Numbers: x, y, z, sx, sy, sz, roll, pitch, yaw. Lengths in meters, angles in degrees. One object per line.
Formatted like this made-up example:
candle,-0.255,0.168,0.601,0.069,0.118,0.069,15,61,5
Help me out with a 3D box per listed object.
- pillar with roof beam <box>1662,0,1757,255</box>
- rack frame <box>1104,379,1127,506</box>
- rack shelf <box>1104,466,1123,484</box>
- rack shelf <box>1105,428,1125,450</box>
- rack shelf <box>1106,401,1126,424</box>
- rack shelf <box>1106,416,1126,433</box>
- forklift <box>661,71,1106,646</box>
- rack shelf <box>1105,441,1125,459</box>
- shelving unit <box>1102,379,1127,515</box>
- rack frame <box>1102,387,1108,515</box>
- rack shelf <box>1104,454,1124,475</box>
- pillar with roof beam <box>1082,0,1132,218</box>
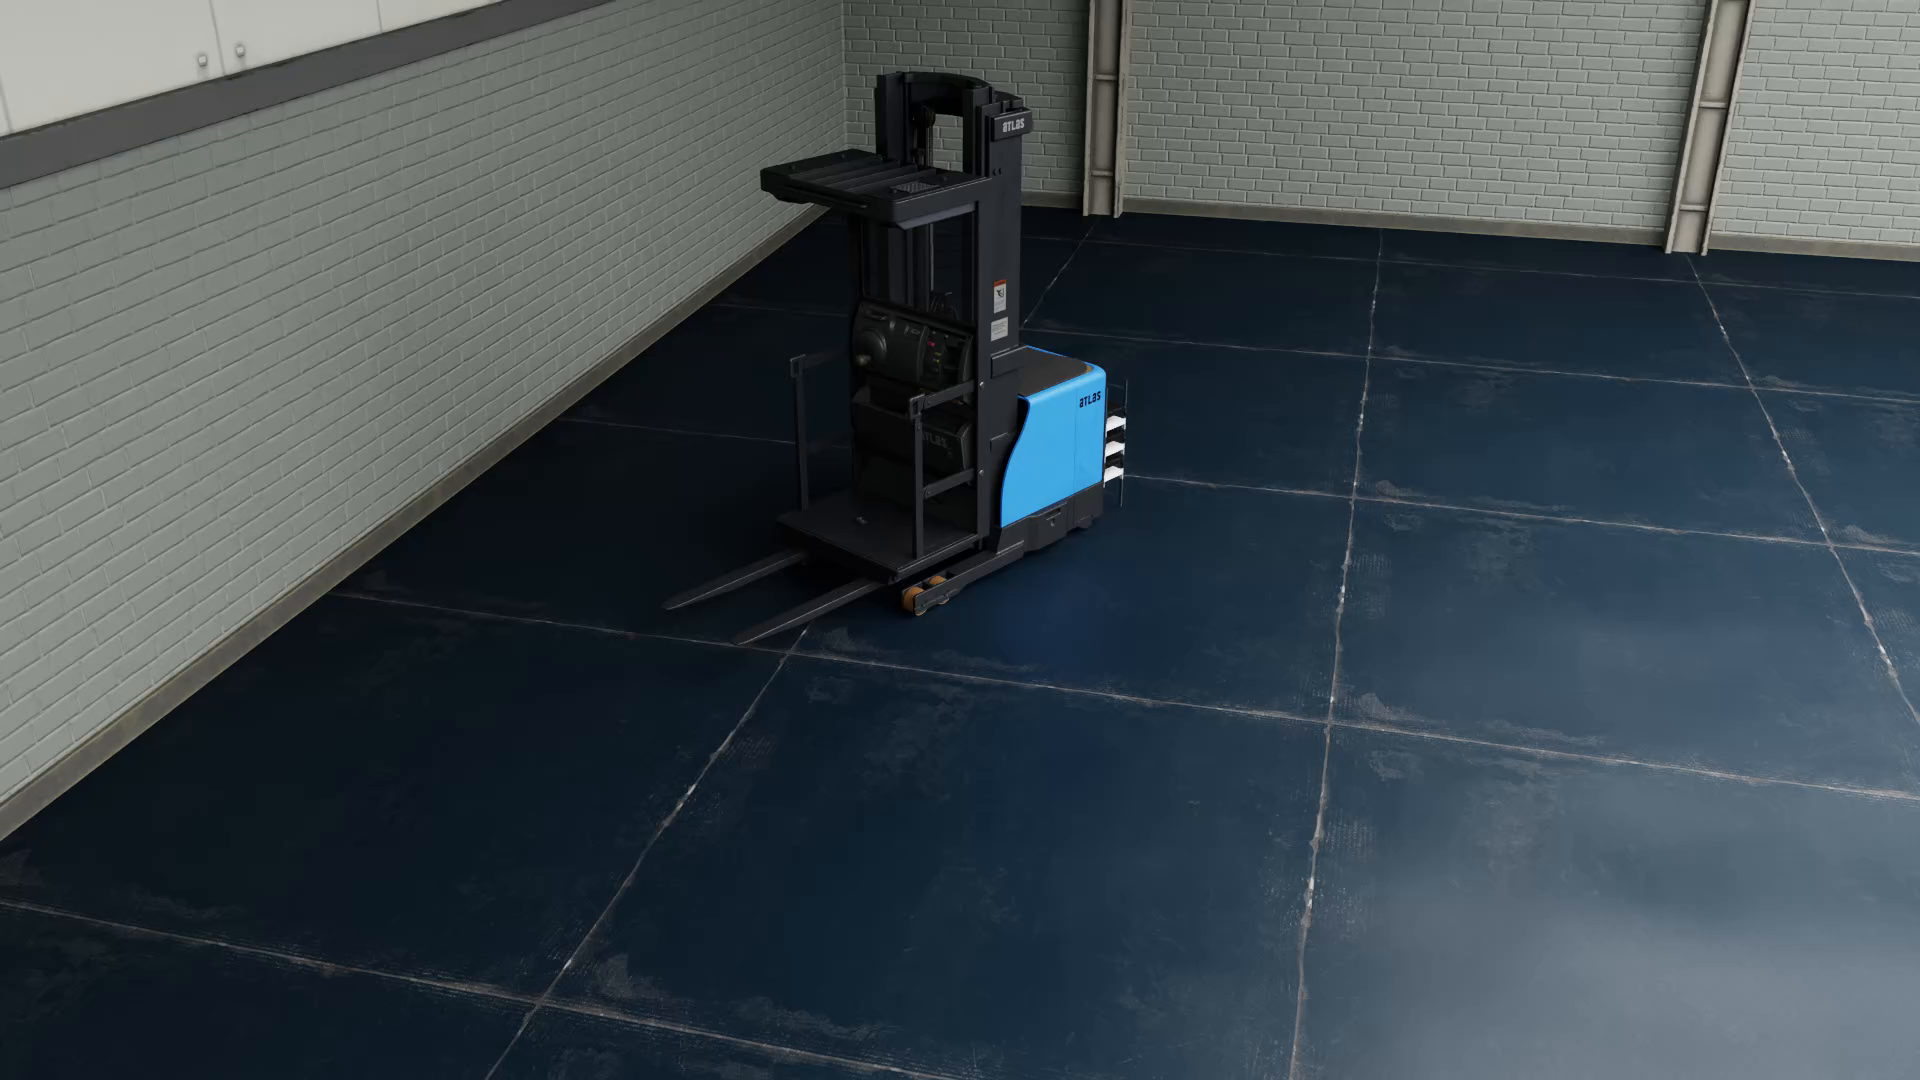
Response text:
pillar with roof beam,6.310,-5.228,11.262,0.400,9.000,9.100,6,26,13
rack frame,1.002,-0.672,11.115,0.240,0.900,0.006,22,33,38
rack shelf,0.933,-0.448,11.140,0.258,0.077,0.200,22,33,38
rack shelf,0.933,-0.692,11.024,0.258,0.077,0.200,22,33,38
rack shelf,0.933,-0.854,10.947,0.258,0.077,0.200,22,33,38
rack shelf,0.933,-0.773,10.985,0.258,0.077,0.200,22,33,38
forklift,-0.428,-1.125,9.704,1.130,2.935,3.031,22,33,38
rack shelf,0.933,-0.610,11.063,0.258,0.077,0.200,22,33,38
shelving unit,0.933,-0.641,11.048,0.258,0.900,0.210,22,33,38
rack frame,0.863,-0.609,10.982,0.240,0.900,0.006,22,33,38
rack shelf,0.933,-0.529,11.102,0.258,0.077,0.200,22,33,38
pillar with roof beam,0.499,-5.870,12.611,0.400,9.000,9.100,6,26,13
